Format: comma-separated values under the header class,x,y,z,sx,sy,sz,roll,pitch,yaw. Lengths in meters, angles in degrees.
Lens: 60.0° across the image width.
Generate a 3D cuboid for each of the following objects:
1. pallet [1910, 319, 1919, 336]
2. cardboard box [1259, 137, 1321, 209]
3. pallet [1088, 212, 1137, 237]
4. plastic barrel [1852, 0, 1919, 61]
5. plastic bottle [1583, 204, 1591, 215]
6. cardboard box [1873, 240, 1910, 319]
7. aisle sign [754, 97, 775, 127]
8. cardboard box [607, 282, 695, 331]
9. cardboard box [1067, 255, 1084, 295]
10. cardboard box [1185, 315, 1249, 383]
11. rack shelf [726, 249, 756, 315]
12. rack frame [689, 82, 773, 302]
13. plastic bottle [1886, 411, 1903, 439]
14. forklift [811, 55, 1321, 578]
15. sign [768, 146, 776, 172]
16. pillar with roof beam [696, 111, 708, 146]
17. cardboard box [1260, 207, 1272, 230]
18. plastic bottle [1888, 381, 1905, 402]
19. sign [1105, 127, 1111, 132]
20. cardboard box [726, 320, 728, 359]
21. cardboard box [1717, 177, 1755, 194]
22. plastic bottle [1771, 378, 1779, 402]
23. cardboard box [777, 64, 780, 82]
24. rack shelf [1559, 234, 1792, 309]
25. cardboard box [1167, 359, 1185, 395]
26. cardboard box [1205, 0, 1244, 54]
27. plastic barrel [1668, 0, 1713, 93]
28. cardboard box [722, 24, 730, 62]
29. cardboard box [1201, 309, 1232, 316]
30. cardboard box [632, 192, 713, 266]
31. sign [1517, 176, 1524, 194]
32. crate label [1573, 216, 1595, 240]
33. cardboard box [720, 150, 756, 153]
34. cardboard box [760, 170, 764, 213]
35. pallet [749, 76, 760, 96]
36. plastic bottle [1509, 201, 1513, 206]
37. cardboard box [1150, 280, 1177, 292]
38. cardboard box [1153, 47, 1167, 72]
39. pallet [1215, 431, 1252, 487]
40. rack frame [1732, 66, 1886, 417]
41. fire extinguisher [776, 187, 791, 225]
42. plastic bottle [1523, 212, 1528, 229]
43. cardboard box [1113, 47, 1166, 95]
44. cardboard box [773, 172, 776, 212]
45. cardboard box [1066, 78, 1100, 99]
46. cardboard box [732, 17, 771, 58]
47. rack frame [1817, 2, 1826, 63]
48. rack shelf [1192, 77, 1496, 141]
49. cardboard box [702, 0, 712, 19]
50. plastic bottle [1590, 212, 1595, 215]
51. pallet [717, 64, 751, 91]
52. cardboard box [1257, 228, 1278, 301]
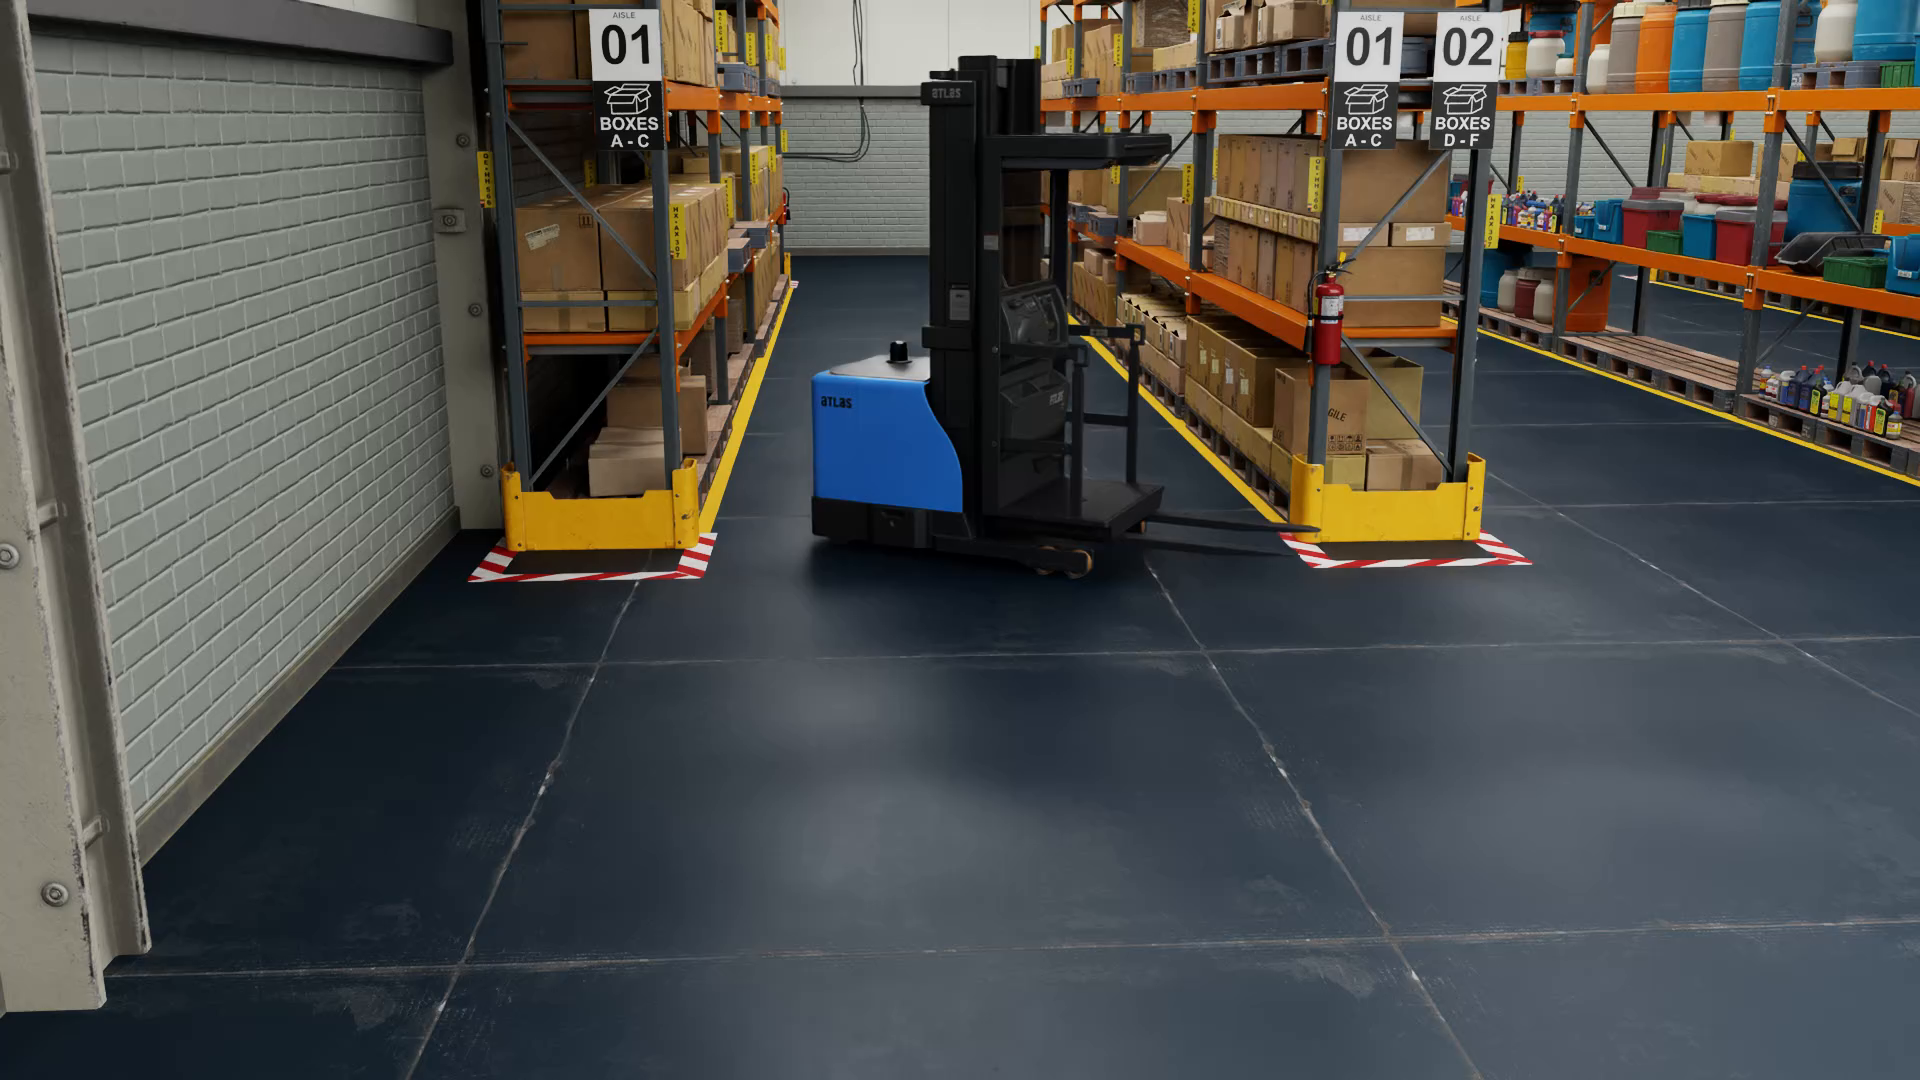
class,x,y,z,sx,sy,sz,roll,pitch,yaw
pallet,12.131,-2.481,19.745,1.003,0.211,1.213,-1,14,-3
cardboard box,2.592,-2.679,12.116,0.700,0.500,0.500,-1,14,-3
pallet,2.105,-3.557,18.715,1.213,0.211,1.003,-1,14,-3
plastic barrel,7.364,-4.213,13.010,0.600,0.901,0.708,-1,14,-3
plastic bottle,7.426,-3.843,19.700,0.097,0.271,0.097,0,14,0
cardboard box,12.035,-3.202,20.374,1.225,0.875,0.875,-1,14,-3
aisle sign,-2.928,-6.676,25.236,0.394,0.787,0.004,-1,14,-3
cardboard box,-1.945,-1.478,10.513,0.500,0.250,0.500,-1,14,-5
cardboard box,1.651,-3.617,22.697,0.500,0.500,0.500,-1,14,-3
cardboard box,2.181,-1.602,13.904,0.500,0.500,0.500,-1,14,-3
rack shelf,-2.603,-2.559,15.896,1.077,0.370,4.000,-1,14,-3
rack frame,-2.975,-4.400,21.606,1.000,3.000,0.127,-1,14,-3
plastic bottle,7.105,-0.876,12.644,0.097,0.201,0.097,0,14,0
forklift,0.633,-1.348,9.884,3.031,2.935,1.130,6,16,24
sign,-2.434,-4.933,21.513,0.100,0.325,0.005,-1,14,-3
pillar with roof beam,0.043,-9.024,27.541,9.100,9.000,0.400,-1,14,-3
cardboard box,2.400,-2.333,12.071,0.380,0.149,0.250,-1,14,-4
plastic bottle,7.668,-1.169,13.617,0.061,0.283,0.133,-1,14,-3
sign,2.276,-6.189,25.603,0.100,0.325,0.005,-1,14,-3
cardboard box,-2.656,-1.976,16.320,0.700,0.500,0.500,-1,14,-4
cardboard box,11.473,-5.188,24.373,0.500,0.250,0.500,-1,14,-5
plastic bottle,7.004,-1.284,14.230,0.097,0.201,0.097,0,14,0
cardboard box,-2.912,-6.848,24.360,0.500,0.250,0.500,0,14,-2
rack shelf,7.285,-2.712,16.490,1.077,0.370,4.000,-1,14,-3
cardboard box,2.150,-1.458,14.848,0.500,0.250,0.500,-1,14,-4
cardboard box,2.233,-4.130,13.215,0.500,0.500,0.500,0,14,1
plastic barrel,7.080,-4.707,15.774,0.600,0.901,0.708,-1,14,-3
cardboard box,-2.814,-5.236,17.755,0.700,0.500,0.500,-2,15,-8
cardboard box,2.591,-2.120,16.295,0.500,0.311,0.500,0,14,-2
cardboard box,-2.051,-2.219,11.885,0.500,0.500,0.500,0,14,-2
sign,7.462,-4.695,22.197,0.100,0.325,0.005,-1,14,-3
crate label,6.813,-3.366,17.925,0.303,0.233,0.416,-1,14,-3
cardboard box,-2.532,-4.221,18.568,0.500,0.250,0.500,-1,14,-4
cardboard box,-2.595,-4.115,19.662,0.500,0.500,0.500,0,14,-2
pallet,-2.820,-4.925,18.008,1.213,0.211,1.003,0,14,-1
plastic bottle,6.680,-3.960,20.130,0.061,0.283,0.133,-1,14,-3
cardboard box,2.436,-2.732,19.260,0.500,0.500,0.500,-1,14,-5
cardboard box,2.301,-4.954,17.198,0.500,0.250,0.500,-2,15,-8
pallet,2.551,-0.634,12.568,1.003,0.211,1.213,-1,14,-3
rack frame,7.409,-2.563,14.467,1.000,3.000,0.127,-1,14,-3
fire extinguisher,-2.771,-5.221,25.702,0.296,0.674,0.183,-1,14,-3
plastic bottle,6.677,-3.763,19.530,0.097,0.201,0.097,0,14,0
cardboard box,2.156,-5.091,18.074,0.910,0.500,0.500,-1,14,-3
cardboard box,-3.032,-4.862,22.800,0.980,0.700,0.700,-1,14,-5
cardboard box,1.673,-5.974,22.006,0.500,0.250,0.500,-1,14,-3
cardboard box,-2.739,-6.576,21.798,0.500,0.500,0.500,-1,14,-4
rack frame,11.857,-7.534,21.750,1.000,3.000,0.127,-1,14,-3
rack shelf,2.589,-3.094,11.956,1.077,0.370,4.000,-1,14,-3
cardboard box,-2.133,-4.148,12.360,0.500,0.500,0.500,0,14,0
plastic bottle,7.305,-3.683,19.218,0.097,0.201,0.097,0,14,0
pallet,-2.411,-3.927,14.126,1.213,0.211,1.003,-1,14,-3
cardboard box,2.598,-2.042,12.243,0.700,0.500,0.500,0,14,-2
